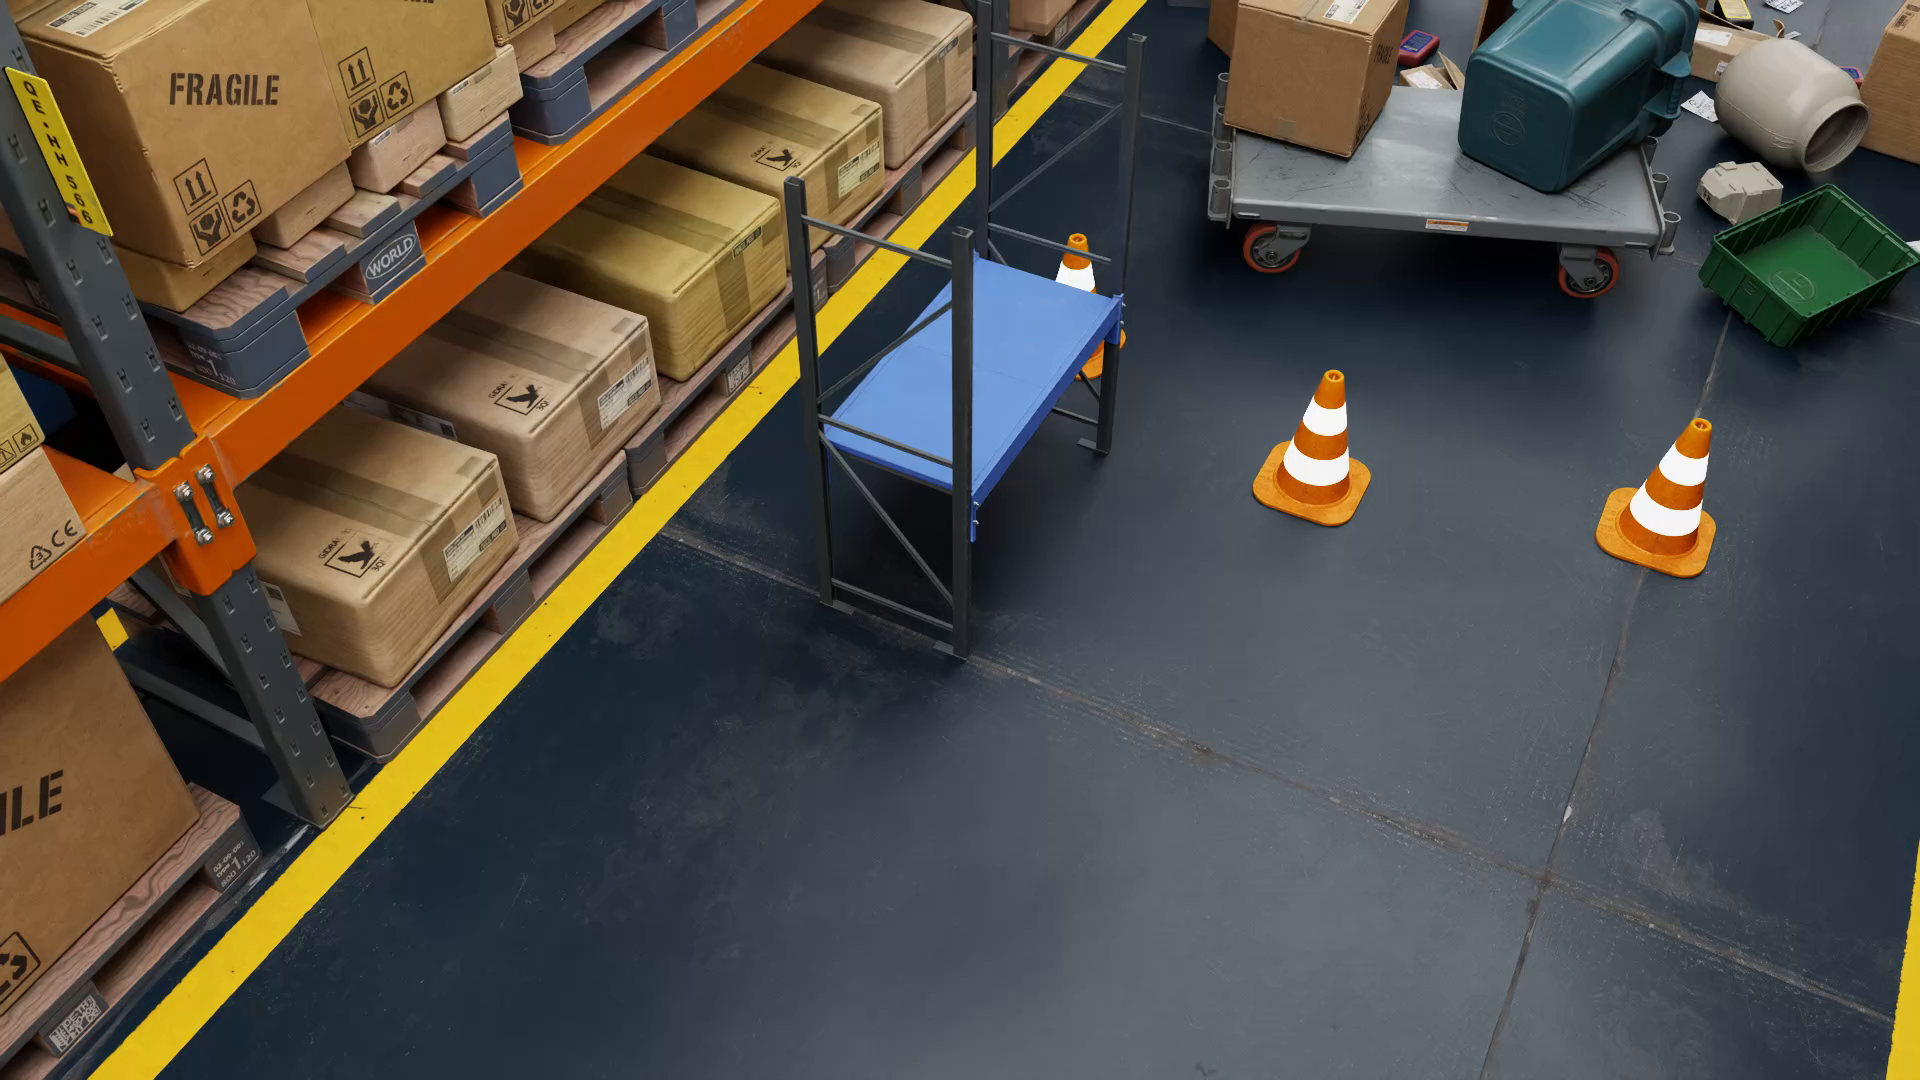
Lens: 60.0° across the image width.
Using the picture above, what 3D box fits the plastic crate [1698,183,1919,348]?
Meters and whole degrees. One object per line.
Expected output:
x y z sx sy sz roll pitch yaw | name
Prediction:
3.083 -0.996 6.062 0.662 0.188 0.450 -24 60 -22 | plastic crate

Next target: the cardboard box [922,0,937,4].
-0.232 -2.635 7.384 0.500 0.250 0.500 23 50 21 | cardboard box

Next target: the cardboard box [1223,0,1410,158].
1.322 -1.812 6.157 0.500 0.500 0.500 20 49 19 | cardboard box

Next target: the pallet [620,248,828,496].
-1.193 -0.751 5.843 1.003 0.211 1.213 20 49 19 | pallet

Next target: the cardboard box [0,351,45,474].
-2.125 -0.207 3.100 0.500 0.250 0.500 20 49 19 | cardboard box

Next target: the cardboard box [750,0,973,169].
-0.509 -1.886 6.557 0.950 0.372 0.625 21 49 20 | cardboard box

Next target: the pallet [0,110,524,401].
-1.889 -0.890 4.156 1.213 0.211 1.003 20 49 19 | pallet

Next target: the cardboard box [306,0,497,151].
-1.475 -1.298 3.850 0.500 0.500 0.500 23 50 21 | cardboard box

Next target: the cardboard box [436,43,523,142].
-1.335 -1.167 4.175 0.380 0.149 0.250 21 49 19 | cardboard box

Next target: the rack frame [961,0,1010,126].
-0.268 -2.993 6.099 1.000 3.000 0.127 20 49 19 | rack frame

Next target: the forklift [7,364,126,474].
-2.988 -1.659 4.829 1.130 2.935 3.031 21 49 20 | forklift

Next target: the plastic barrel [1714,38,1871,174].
3.331 -1.738 6.670 0.421 0.421 0.512 -16 48 -15 | plastic barrel

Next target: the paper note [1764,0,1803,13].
3.808 -2.497 7.698 0.142 0.017 0.144 -33 54 -28 | paper note

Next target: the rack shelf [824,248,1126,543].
0.040 -0.455 4.898 0.538 0.185 1.000 20 49 19 | rack shelf

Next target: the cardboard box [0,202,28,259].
-2.181 -0.817 3.830 0.380 0.149 0.250 22 49 20 | cardboard box

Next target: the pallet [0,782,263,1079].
-2.558 0.979 4.134 1.003 0.211 1.213 20 49 19 | pallet

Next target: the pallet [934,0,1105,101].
0.012 -2.448 7.521 1.003 0.211 1.213 20 49 19 | pallet

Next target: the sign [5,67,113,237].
-1.632 -0.699 3.018 0.100 0.325 0.005 20 49 19 | sign

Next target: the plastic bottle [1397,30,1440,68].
1.992 -2.154 7.336 0.133 0.061 0.283 29 52 25 | plastic bottle

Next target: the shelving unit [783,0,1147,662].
0.040 -0.581 4.770 0.538 1.500 1.048 20 49 19 | shelving unit

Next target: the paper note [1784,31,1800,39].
3.730 -2.267 7.483 0.123 0.001 0.032 -24 50 -22 | paper note

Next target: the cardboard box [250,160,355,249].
-1.648 -0.843 3.856 0.380 0.149 0.250 18 48 17 | cardboard box

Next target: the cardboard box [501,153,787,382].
-1.161 -0.993 5.675 0.950 0.372 0.625 22 49 20 | cardboard box

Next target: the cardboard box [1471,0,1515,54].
2.589 -2.149 6.925 0.797 0.637 0.503 20 49 19 | cardboard box

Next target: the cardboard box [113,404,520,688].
-1.854 -0.050 4.743 0.950 0.372 0.625 17 48 16 | cardboard box

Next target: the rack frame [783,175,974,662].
-0.196 -0.261 4.453 0.500 1.500 0.032 20 49 19 | rack frame

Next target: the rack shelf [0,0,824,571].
-1.197 -1.480 5.110 1.077 0.370 4.000 20 49 19 | rack shelf

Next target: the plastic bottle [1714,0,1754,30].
3.520 -2.369 7.548 0.133 0.061 0.283 5 46 5 | plastic bottle

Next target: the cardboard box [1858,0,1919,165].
3.975 -1.861 6.736 0.500 0.500 0.500 29 52 25 | cardboard box

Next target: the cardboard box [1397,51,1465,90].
2.011 -1.837 6.879 0.258 0.266 0.396 -9 46 -9 | cardboard box

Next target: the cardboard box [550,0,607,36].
-1.195 -1.535 4.540 0.380 0.149 0.250 22 49 21 | cardboard box

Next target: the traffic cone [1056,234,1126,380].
0.396 -0.858 5.773 0.336 0.463 0.334 20 49 19 | traffic cone
